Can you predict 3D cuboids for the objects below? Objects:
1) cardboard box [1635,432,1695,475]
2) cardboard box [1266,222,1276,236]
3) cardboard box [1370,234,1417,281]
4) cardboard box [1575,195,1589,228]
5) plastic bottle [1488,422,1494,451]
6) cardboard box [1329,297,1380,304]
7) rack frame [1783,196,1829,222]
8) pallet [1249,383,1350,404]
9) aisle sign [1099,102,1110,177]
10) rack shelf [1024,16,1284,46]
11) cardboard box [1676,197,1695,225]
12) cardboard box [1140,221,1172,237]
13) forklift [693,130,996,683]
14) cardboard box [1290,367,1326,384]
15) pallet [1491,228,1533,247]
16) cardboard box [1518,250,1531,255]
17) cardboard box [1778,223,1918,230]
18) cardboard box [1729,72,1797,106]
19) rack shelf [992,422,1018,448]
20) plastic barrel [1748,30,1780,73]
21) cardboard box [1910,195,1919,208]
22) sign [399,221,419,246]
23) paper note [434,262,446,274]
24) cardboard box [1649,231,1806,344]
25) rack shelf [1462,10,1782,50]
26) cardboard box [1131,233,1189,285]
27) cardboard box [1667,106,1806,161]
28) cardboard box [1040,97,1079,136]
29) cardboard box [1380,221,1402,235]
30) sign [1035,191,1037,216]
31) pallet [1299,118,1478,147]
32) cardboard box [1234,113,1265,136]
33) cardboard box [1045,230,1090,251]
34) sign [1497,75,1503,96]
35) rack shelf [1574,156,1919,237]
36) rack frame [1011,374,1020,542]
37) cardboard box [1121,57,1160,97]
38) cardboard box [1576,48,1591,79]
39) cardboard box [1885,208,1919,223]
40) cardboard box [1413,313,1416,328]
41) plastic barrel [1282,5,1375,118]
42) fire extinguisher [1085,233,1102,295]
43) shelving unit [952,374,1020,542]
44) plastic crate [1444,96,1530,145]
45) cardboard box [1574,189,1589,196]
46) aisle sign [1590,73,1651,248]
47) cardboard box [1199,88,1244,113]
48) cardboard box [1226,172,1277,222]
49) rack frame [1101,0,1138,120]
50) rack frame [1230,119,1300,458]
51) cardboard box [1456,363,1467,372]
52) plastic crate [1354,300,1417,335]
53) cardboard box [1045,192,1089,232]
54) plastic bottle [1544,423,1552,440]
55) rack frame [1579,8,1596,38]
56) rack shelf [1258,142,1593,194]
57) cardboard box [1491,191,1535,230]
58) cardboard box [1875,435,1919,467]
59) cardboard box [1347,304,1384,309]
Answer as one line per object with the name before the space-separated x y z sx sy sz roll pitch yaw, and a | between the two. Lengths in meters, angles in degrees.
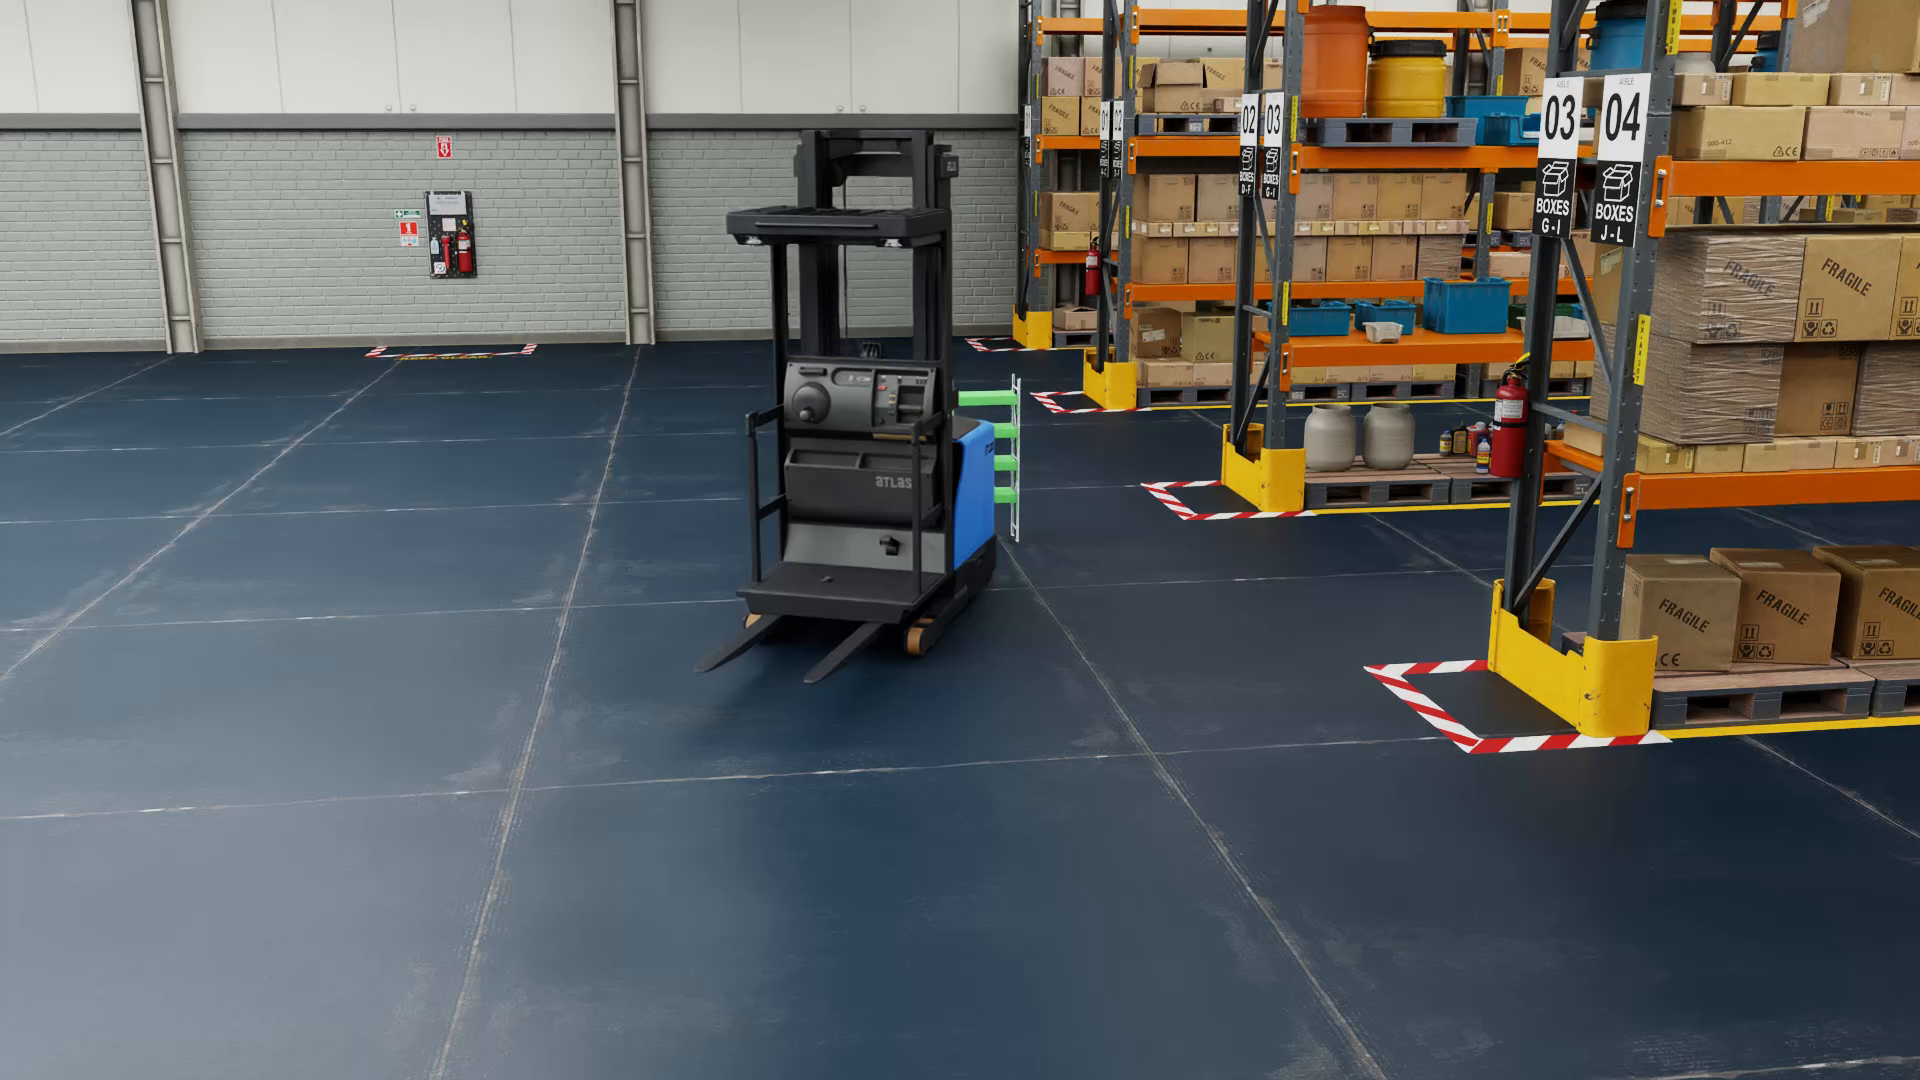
cardboard box | 3.458 -0.442 8.333 0.250 0.149 0.380 -2 14 -8
cardboard box | 3.362 -3.366 17.939 0.250 0.149 0.380 -2 14 -9
cardboard box | 4.665 -3.149 18.405 0.500 0.500 0.700 -2 14 -9
cardboard box | 9.265 -4.758 24.169 0.500 0.500 0.500 -2 14 -8
plastic bottle | 4.544 -0.874 14.234 0.135 0.276 0.152 -2 14 -10
cardboard box | 5.607 -3.361 23.693 0.500 0.500 0.700 -2 14 -6
rack frame | 9.579 -3.283 19.148 0.127 3.000 1.000 -2 14 -8
pallet | 3.622 -1.722 18.654 1.213 0.211 1.003 -2 14 -8
aisle sign | 1.560 -4.323 17.948 0.004 0.787 0.394 -2 14 -8
rack shelf | 2.904 -6.817 22.389 4.000 0.370 1.077 -2 14 -8
cardboard box | 10.366 -4.668 23.810 0.500 0.500 0.500 -2 14 -9
cardboard box | 2.088 -3.319 17.751 0.250 0.149 0.380 -2 14 -9
forklift | -0.649 -0.860 9.627 1.130 2.935 3.031 4 15 15
cardboard box | 3.715 -1.883 18.354 0.500 0.250 0.500 -2 14 -8
pallet | 8.149 -4.330 23.716 1.003 0.211 1.213 -2 14 -8
cardboard box | 6.466 -3.149 18.889 0.258 0.266 0.396 -2 14 -10
cardboard box | 4.636 -1.405 8.784 0.500 0.500 0.500 -2 14 -8
cardboard box | 3.718 -2.126 7.857 0.250 0.149 0.380 -2 14 -7
rack shelf | 0.164 -0.759 12.057 0.480 0.148 0.258 -2 14 -8
plastic barrel | 6.828 -3.715 13.674 0.708 0.901 0.600 -2 14 -8
cardboard box | 14.054 -4.806 24.603 0.700 0.700 0.980 -2 14 -10
sign | -7.455 -4.143 22.500 0.234 0.329 0.001 -2 14 -8
paper note | -7.078 -3.703 22.633 0.142 0.148 0.016 -2 14 -8
cardboard box | 3.725 -1.243 8.138 0.500 0.500 0.500 -2 14 -8
rack shelf | 7.601 -5.578 18.265 4.000 0.370 1.077 -2 14 -8
cardboard box | 2.132 -3.056 18.035 0.500 0.500 0.700 -2 14 -8
cardboard box | 3.655 -1.948 7.965 0.500 0.250 0.500 -2 14 -7
cardboard box | 1.295 -5.650 22.171 0.500 0.500 0.500 -2 14 -7
cardboard box | 4.624 -3.412 18.121 0.250 0.149 0.380 -2 14 -8
sign | 1.008 -4.474 22.117 0.005 0.325 0.100 -2 14 -8
pallet | 3.235 -3.172 12.924 1.213 0.211 1.003 -2 14 -8
cardboard box | 3.917 -5.750 22.570 0.500 0.500 0.500 -3 14 -13
cardboard box | 1.456 -4.063 22.524 0.500 0.250 0.500 -3 14 -10
sign | 5.708 -4.749 17.600 0.005 0.325 0.100 -2 14 -8
rack shelf | 5.118 -1.789 8.501 4.000 0.370 1.077 -2 14 -8
rack frame | 0.405 -0.597 12.135 0.015 1.200 0.240 -2 14 -8
cardboard box | 2.352 -6.166 22.173 0.500 0.500 0.500 -2 14 -7
cardboard box | 6.799 -5.127 18.236 0.500 0.500 0.500 -1 14 -3
cardboard box | 11.118 -3.573 19.232 0.500 0.500 0.700 1 14 2
cardboard box | 4.701 -2.287 18.424 0.500 0.500 0.500 -2 14 -8
plastic barrel | 2.864 -3.717 12.964 0.708 0.830 0.600 -2 14 -8
fire extinguisher | 1.482 -3.063 18.429 0.183 0.674 0.296 -2 14 -8
shelving unit | 0.164 -0.588 12.100 0.503 1.200 0.258 -2 14 -8
plastic crate | 4.243 -3.391 13.441 0.575 0.384 0.392 -2 14 -8
cardboard box | 9.247 -5.120 24.071 0.500 0.250 0.500 -2 14 -7
aisle sign | 3.124 -1.797 7.877 0.004 0.787 0.394 -2 14 -8
cardboard box | 2.768 -4.752 17.996 0.500 0.250 0.500 -2 14 -8
cardboard box | 3.202 -3.726 18.039 0.500 0.500 0.700 -2 14 -8
rack frame | 1.668 -5.903 17.262 0.127 3.000 1.000 -2 14 -8
rack frame | 2.403 -1.802 13.240 0.127 3.000 1.000 -2 14 -8
cardboard box | 5.990 -2.093 19.191 0.500 0.250 0.500 -2 14 -9
plastic crate | 3.496 -1.842 13.706 0.408 0.251 0.499 -2 14 -8
cardboard box | 1.443 -4.431 22.448 0.500 0.500 0.500 -2 14 -8
plastic bottle | 4.938 -0.853 14.150 0.135 0.276 0.152 -2 14 -8
rack frame | 8.837 -7.385 23.169 0.127 3.000 1.000 -2 14 -8
rack shelf | 4.380 -2.980 13.252 4.000 0.370 1.077 -2 14 -8
cardboard box | 7.825 -4.690 23.648 0.500 0.500 0.700 -3 14 -14
cardboard box | 4.693 -0.488 8.520 0.250 0.149 0.380 -2 14 -8
cardboard box | 4.625 -2.411 18.915 0.500 0.500 0.500 -2 14 -8
